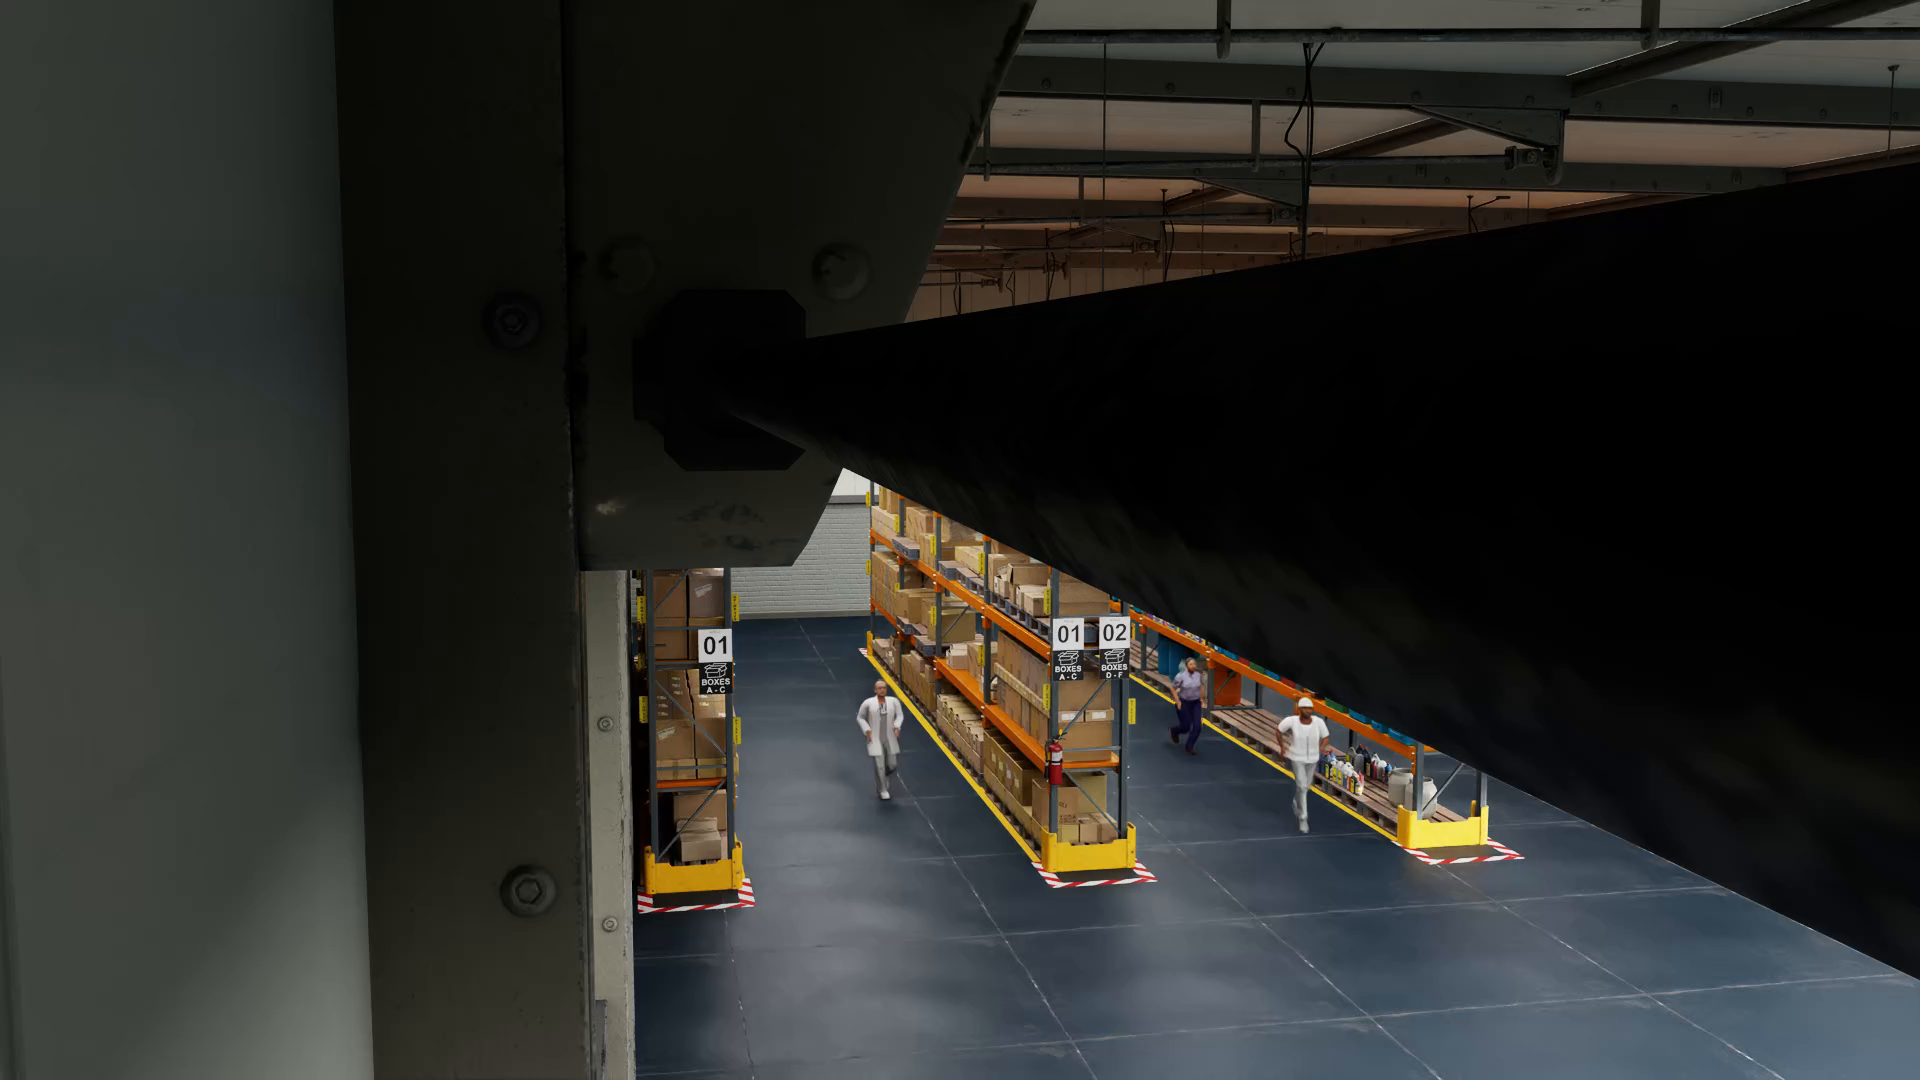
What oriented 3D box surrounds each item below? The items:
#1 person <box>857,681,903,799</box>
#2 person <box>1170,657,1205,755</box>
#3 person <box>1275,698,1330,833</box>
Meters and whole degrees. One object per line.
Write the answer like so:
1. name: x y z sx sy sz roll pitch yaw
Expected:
1. person: -1.164 2.916 24.441 0.696 1.731 0.639 -1 6 -14
2. person: 3.728 2.701 27.291 0.593 1.600 0.586 -2 6 -18
3. person: 4.759 3.056 22.968 0.685 1.807 0.848 -1 6 -10
